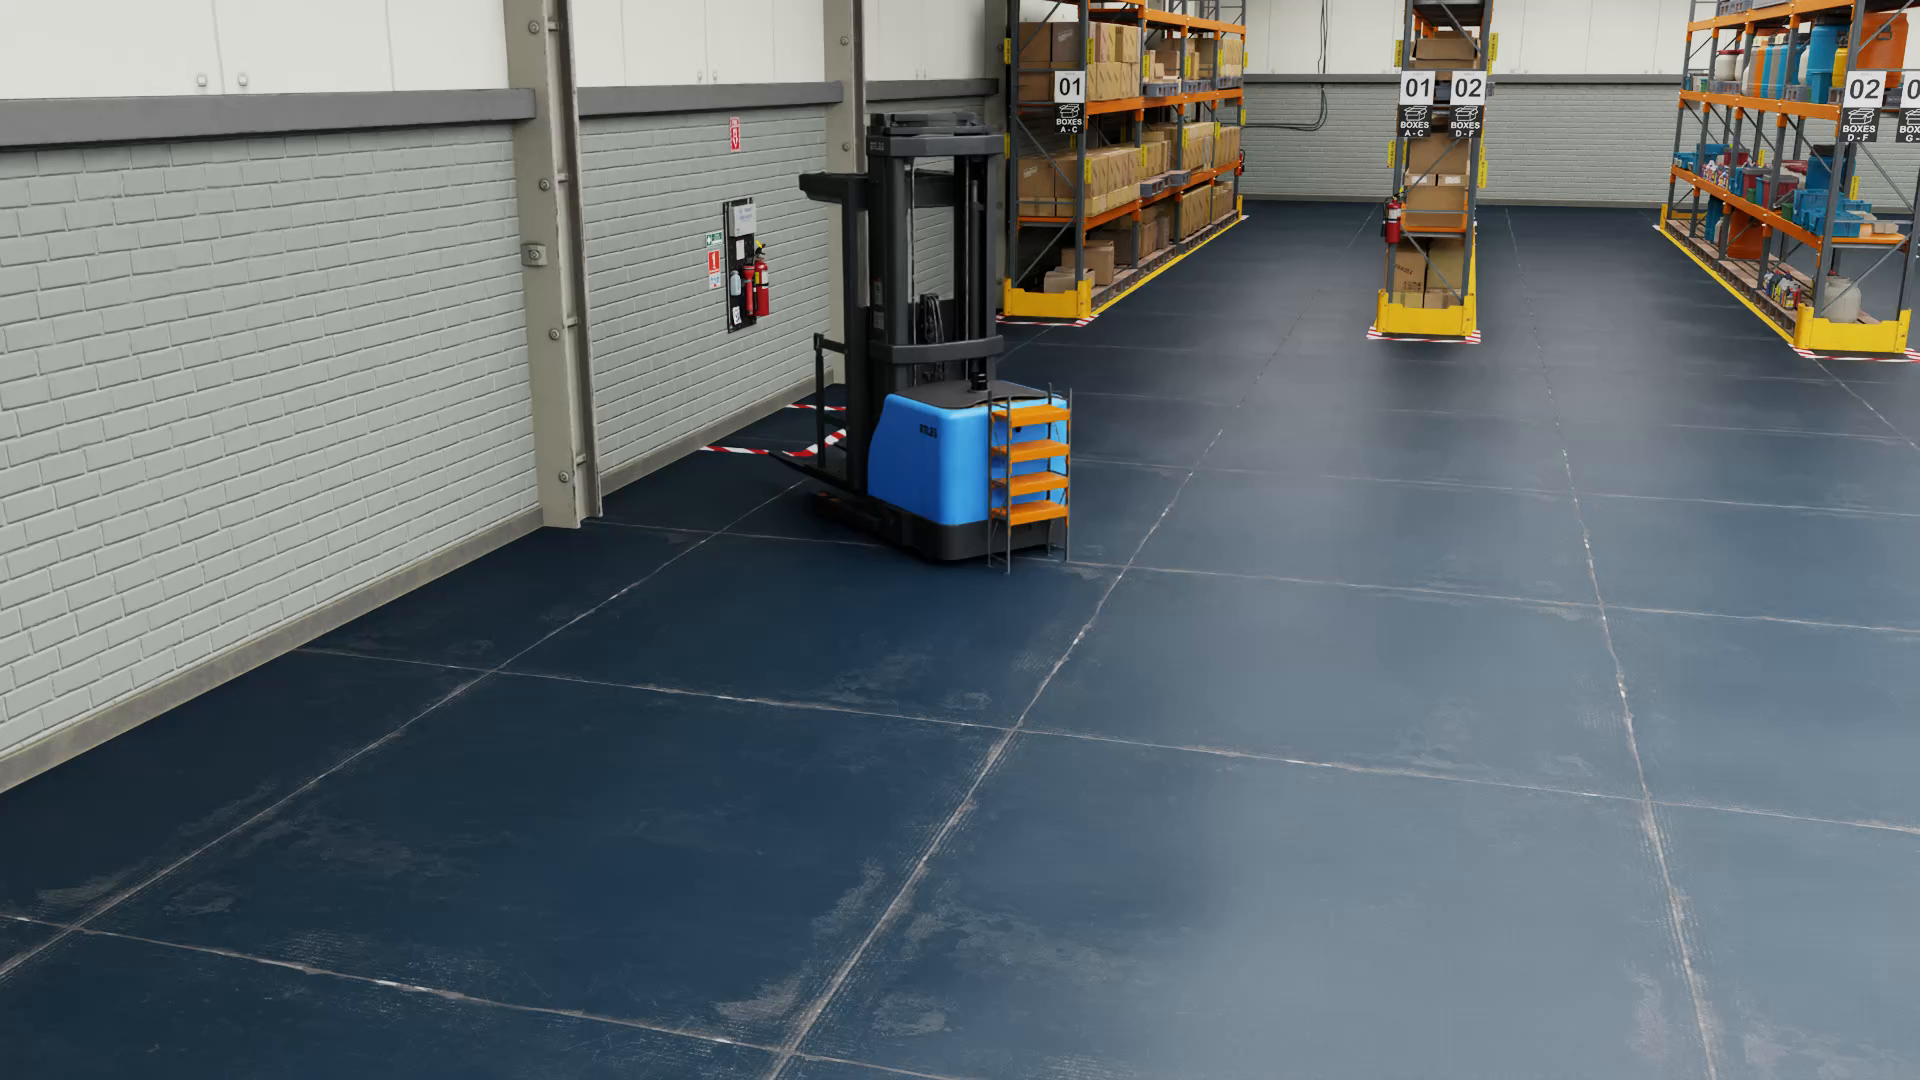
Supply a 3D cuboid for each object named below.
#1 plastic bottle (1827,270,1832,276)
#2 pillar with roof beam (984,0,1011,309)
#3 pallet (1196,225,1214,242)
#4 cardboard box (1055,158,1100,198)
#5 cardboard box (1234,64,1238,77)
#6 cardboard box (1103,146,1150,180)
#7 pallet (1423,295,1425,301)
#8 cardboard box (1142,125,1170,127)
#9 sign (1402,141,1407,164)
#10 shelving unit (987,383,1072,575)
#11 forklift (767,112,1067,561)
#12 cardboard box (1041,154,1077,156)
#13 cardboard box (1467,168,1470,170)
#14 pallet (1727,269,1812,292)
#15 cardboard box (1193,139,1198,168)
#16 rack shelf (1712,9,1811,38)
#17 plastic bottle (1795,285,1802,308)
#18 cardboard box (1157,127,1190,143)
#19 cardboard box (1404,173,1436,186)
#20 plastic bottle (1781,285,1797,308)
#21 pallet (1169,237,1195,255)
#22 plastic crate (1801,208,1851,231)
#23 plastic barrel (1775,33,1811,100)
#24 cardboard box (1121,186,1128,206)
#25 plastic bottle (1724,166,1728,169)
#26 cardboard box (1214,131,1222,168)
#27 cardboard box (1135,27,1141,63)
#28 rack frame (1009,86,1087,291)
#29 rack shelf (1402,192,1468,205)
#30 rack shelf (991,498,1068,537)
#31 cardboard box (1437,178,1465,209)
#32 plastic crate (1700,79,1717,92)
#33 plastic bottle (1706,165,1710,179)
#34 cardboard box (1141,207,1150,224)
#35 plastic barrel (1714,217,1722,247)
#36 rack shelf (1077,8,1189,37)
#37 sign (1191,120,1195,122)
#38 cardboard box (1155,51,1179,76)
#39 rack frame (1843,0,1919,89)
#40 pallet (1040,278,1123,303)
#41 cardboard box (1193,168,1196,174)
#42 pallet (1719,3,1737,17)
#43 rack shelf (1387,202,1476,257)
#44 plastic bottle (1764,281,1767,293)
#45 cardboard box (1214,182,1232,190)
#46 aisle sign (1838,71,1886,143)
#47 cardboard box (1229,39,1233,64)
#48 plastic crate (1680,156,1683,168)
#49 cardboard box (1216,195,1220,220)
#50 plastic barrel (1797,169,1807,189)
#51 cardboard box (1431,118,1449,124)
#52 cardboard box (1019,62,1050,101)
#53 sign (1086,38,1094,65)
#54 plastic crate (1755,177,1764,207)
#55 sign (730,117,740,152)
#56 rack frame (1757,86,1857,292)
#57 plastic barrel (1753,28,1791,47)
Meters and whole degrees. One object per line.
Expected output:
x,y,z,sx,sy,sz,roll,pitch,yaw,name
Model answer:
11.885,-3.504,22.734,0.144,0.351,0.185,4,16,14,plastic bottle
4.654,-7.282,21.011,9.100,9.000,0.400,5,16,16,pillar with roof beam
4.420,-6.069,32.841,1.003,0.211,1.213,5,16,16,pallet
1.580,-4.879,22.398,0.500,0.500,0.500,5,16,16,cardboard box
5.603,-9.938,35.194,0.500,0.250,0.500,4,16,14,cardboard box
2.636,-6.062,26.714,0.700,0.500,0.500,6,17,22,cardboard box
6.433,-3.276,22.992,1.003,0.211,1.213,5,16,16,pallet
3.610,-7.542,30.782,0.500,0.250,0.500,4,16,14,cardboard box
6.521,-5.701,24.455,0.100,0.325,0.005,5,16,16,sign
0.460,-0.411,11.079,0.503,1.200,0.258,-10,19,-32,shelving unit
-0.472,-1.618,12.163,1.130,2.935,3.031,-10,19,-31,forklift
1.382,-5.184,23.472,0.500,0.500,0.500,4,16,14,cardboard box
6.589,-4.879,22.163,0.380,0.149,0.250,4,16,15,cardboard box
12.323,-3.945,25.350,1.003,0.211,1.213,5,16,16,pallet
4.113,-7.146,30.762,0.500,0.500,0.500,5,16,16,cardboard box
13.497,-8.675,27.974,1.077,0.370,4.000,5,16,16,rack shelf
10.957,-3.186,21.737,0.061,0.283,0.133,5,16,16,plastic bottle
3.814,-7.240,29.719,0.500,0.250,0.500,5,17,17,cardboard box
5.833,-4.571,21.076,0.380,0.149,0.250,4,16,15,cardboard box
10.855,-3.191,21.766,0.152,0.276,0.135,5,17,16,plastic bottle
3.726,-5.431,30.590,1.003,0.211,1.213,5,16,16,pallet
10.700,-3.963,20.577,0.499,0.251,0.408,5,16,16,plastic crate
11.728,-6.592,23.156,0.600,0.901,0.708,5,16,16,plastic barrel
2.172,-5.053,24.386,0.500,0.250,0.500,5,16,16,cardboard box
13.451,-6.445,29.283,0.152,0.276,0.135,5,16,16,plastic bottle
4.736,-7.904,33.648,0.980,0.700,0.700,5,17,17,cardboard box
2.411,-7.355,24.715,0.500,0.500,0.500,3,16,11,cardboard box
1.156,-4.479,22.124,1.000,3.000,0.127,5,16,16,rack frame
7.612,-5.320,26.406,1.077,0.370,4.000,5,16,16,rack shelf
0.460,-0.155,11.151,0.480,0.148,0.258,-10,19,-32,rack shelf
6.489,-4.671,22.616,0.700,0.500,0.500,5,17,18,cardboard box
14.018,-8.476,31.025,0.416,0.233,0.300,5,16,16,plastic crate
13.405,-6.573,29.742,0.097,0.271,0.097,0,16,0,plastic bottle
2.912,-5.470,28.019,0.500,0.250,0.500,5,16,16,cardboard box
13.447,-5.389,29.120,0.421,0.512,0.421,0,16,0,plastic barrel
2.862,-8.397,26.993,1.077,0.370,4.000,5,16,16,rack shelf
5.173,-9.164,36.911,0.100,0.325,0.005,5,16,16,sign
3.510,-8.404,29.475,0.700,0.500,0.500,3,16,12,cardboard box
10.655,-6.597,18.597,1.000,3.000,0.127,5,16,16,rack frame
1.791,-3.686,24.436,1.003,0.211,1.213,5,16,16,pallet
4.252,-6.999,31.434,0.380,0.149,0.250,5,17,18,cardboard box
13.859,-9.234,28.974,1.003,0.211,1.213,5,16,16,pallet
6.475,-4.273,22.716,1.077,0.370,4.000,5,16,16,rack shelf
11.223,-3.520,23.065,0.097,0.201,0.097,0,16,0,plastic bottle
5.667,-7.671,36.000,0.380,0.149,0.250,5,17,17,cardboard box
10.350,-4.966,19.076,0.394,0.787,0.004,5,16,16,aisle sign
5.313,-10.030,34.145,0.500,0.500,0.500,5,17,16,cardboard box
14.442,-7.462,32.836,0.416,0.233,0.300,5,16,16,plastic crate
5.023,-6.937,34.601,0.700,0.500,0.500,4,16,15,cardboard box
12.274,-5.056,23.909,0.433,0.535,0.433,0,16,0,plastic barrel
9.213,-7.917,32.229,0.500,0.500,0.500,5,17,16,cardboard box
1.032,-6.109,22.153,0.500,0.500,0.500,6,17,20,cardboard box
1.677,-6.301,21.448,0.100,0.325,0.005,5,16,16,sign
11.807,-5.062,24.210,0.392,0.384,0.575,5,16,16,plastic crate
-2.016,-3.637,14.907,0.001,0.298,0.199,5,16,16,sign
11.792,-4.757,23.105,1.000,3.000,0.127,5,16,16,rack frame
13.093,-7.804,26.792,0.600,0.830,0.708,5,16,16,plastic barrel
